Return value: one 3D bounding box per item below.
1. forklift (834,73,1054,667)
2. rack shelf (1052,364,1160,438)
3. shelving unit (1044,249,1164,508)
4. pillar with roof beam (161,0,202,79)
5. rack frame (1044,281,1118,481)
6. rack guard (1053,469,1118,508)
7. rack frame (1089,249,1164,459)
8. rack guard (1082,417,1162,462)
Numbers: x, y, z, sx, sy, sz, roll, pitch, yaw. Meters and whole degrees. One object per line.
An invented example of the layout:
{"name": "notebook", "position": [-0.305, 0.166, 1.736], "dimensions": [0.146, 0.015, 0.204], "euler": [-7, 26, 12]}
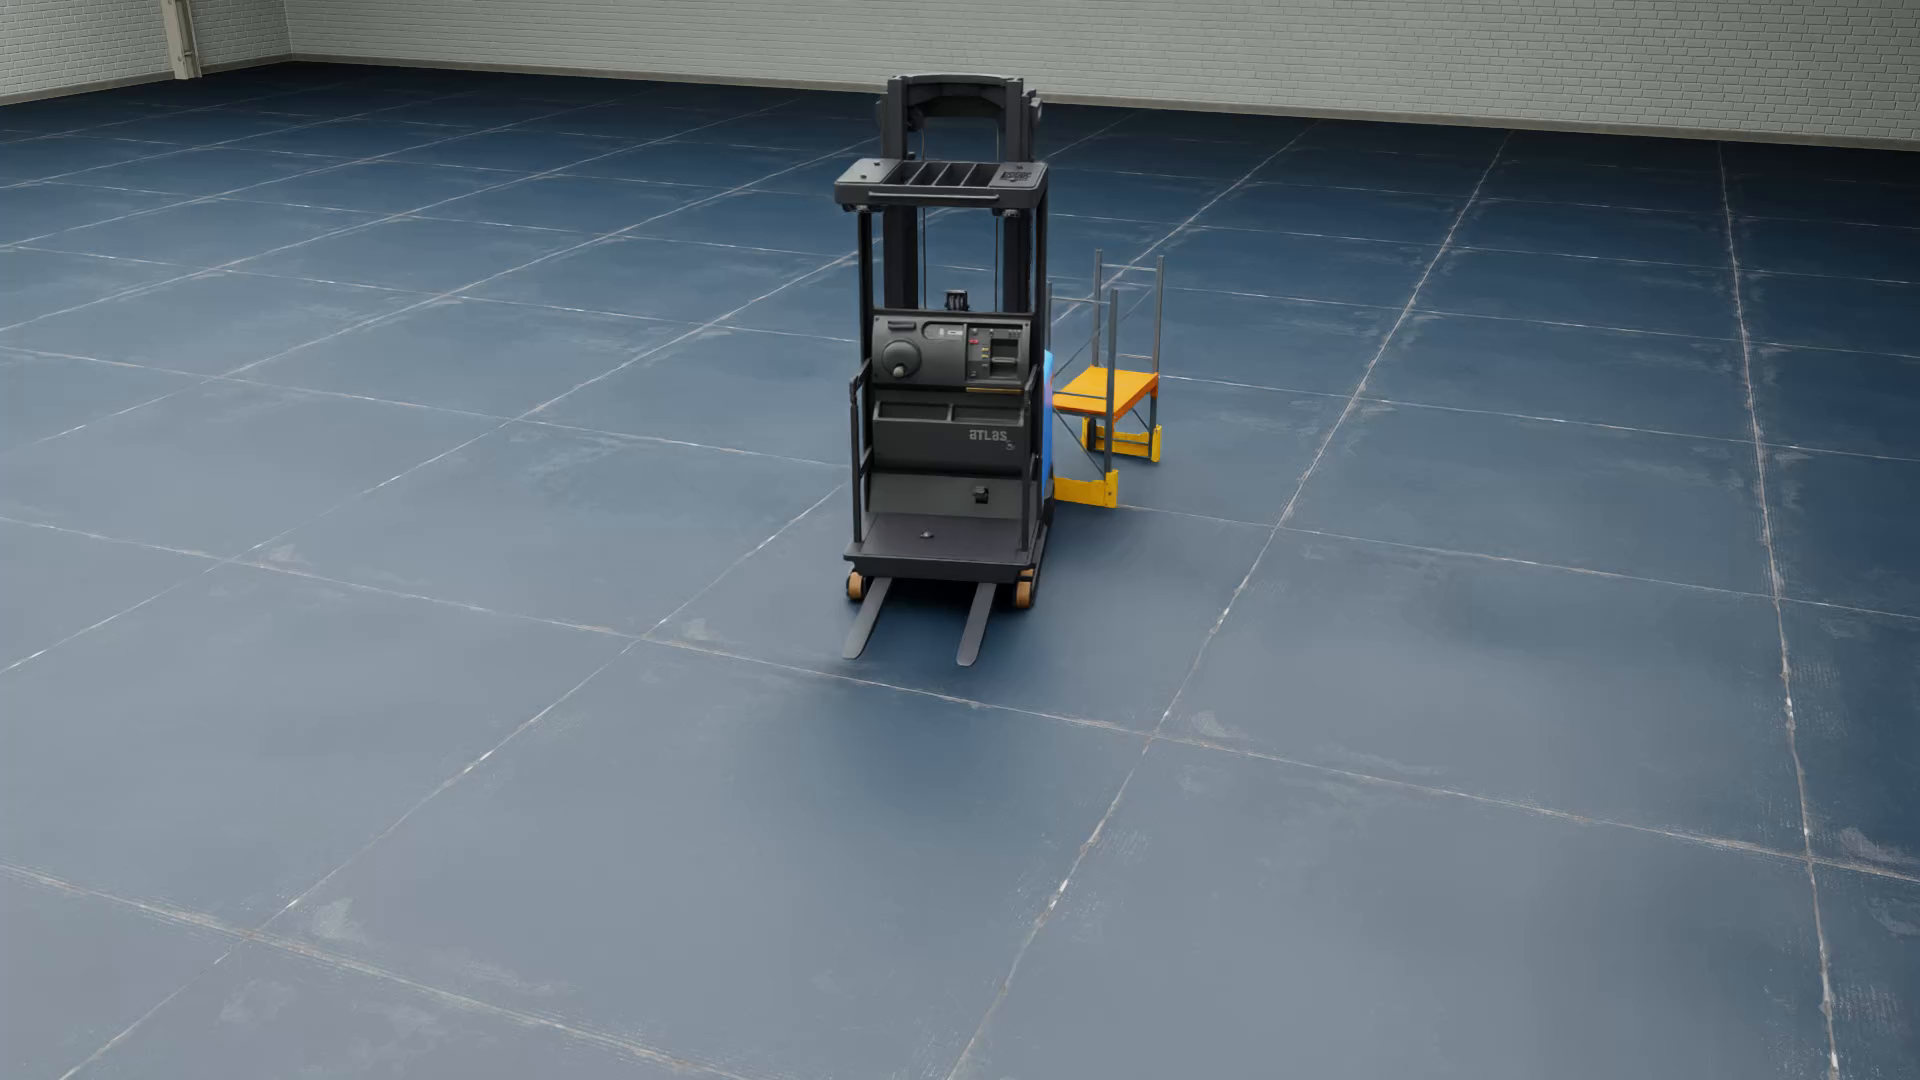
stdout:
{"name": "forklift", "position": [-0.078, -1.090, 9.557], "dimensions": [1.130, 2.935, 3.031], "euler": [3, 23, 7]}
{"name": "rack shelf", "position": [0.989, -0.981, 11.619], "dimensions": [0.538, 0.185, 1.000], "euler": [9, 24, 22]}
{"name": "shelving unit", "position": [0.986, -1.143, 11.542], "dimensions": [0.587, 1.500, 1.083], "euler": [9, 24, 22]}
{"name": "pillar with roof beam", "position": [-10.919, -12.470, 28.929], "dimensions": [9.100, 9.000, 0.400], "euler": [9, 24, 20]}
{"name": "rack frame", "position": [0.787, -0.967, 11.119], "dimensions": [0.500, 1.500, 0.032], "euler": [9, 24, 22]}
{"name": "rack guard", "position": [0.787, -0.391, 11.361], "dimensions": [0.587, 0.250, 0.087], "euler": [9, 24, 22]}
{"name": "rack frame", "position": [1.192, -1.326, 11.980], "dimensions": [0.500, 1.500, 0.032], "euler": [9, 24, 22]}
{"name": "rack guard", "position": [1.184, -0.743, 12.204], "dimensions": [0.587, 0.250, 0.087], "euler": [9, 24, 22]}
